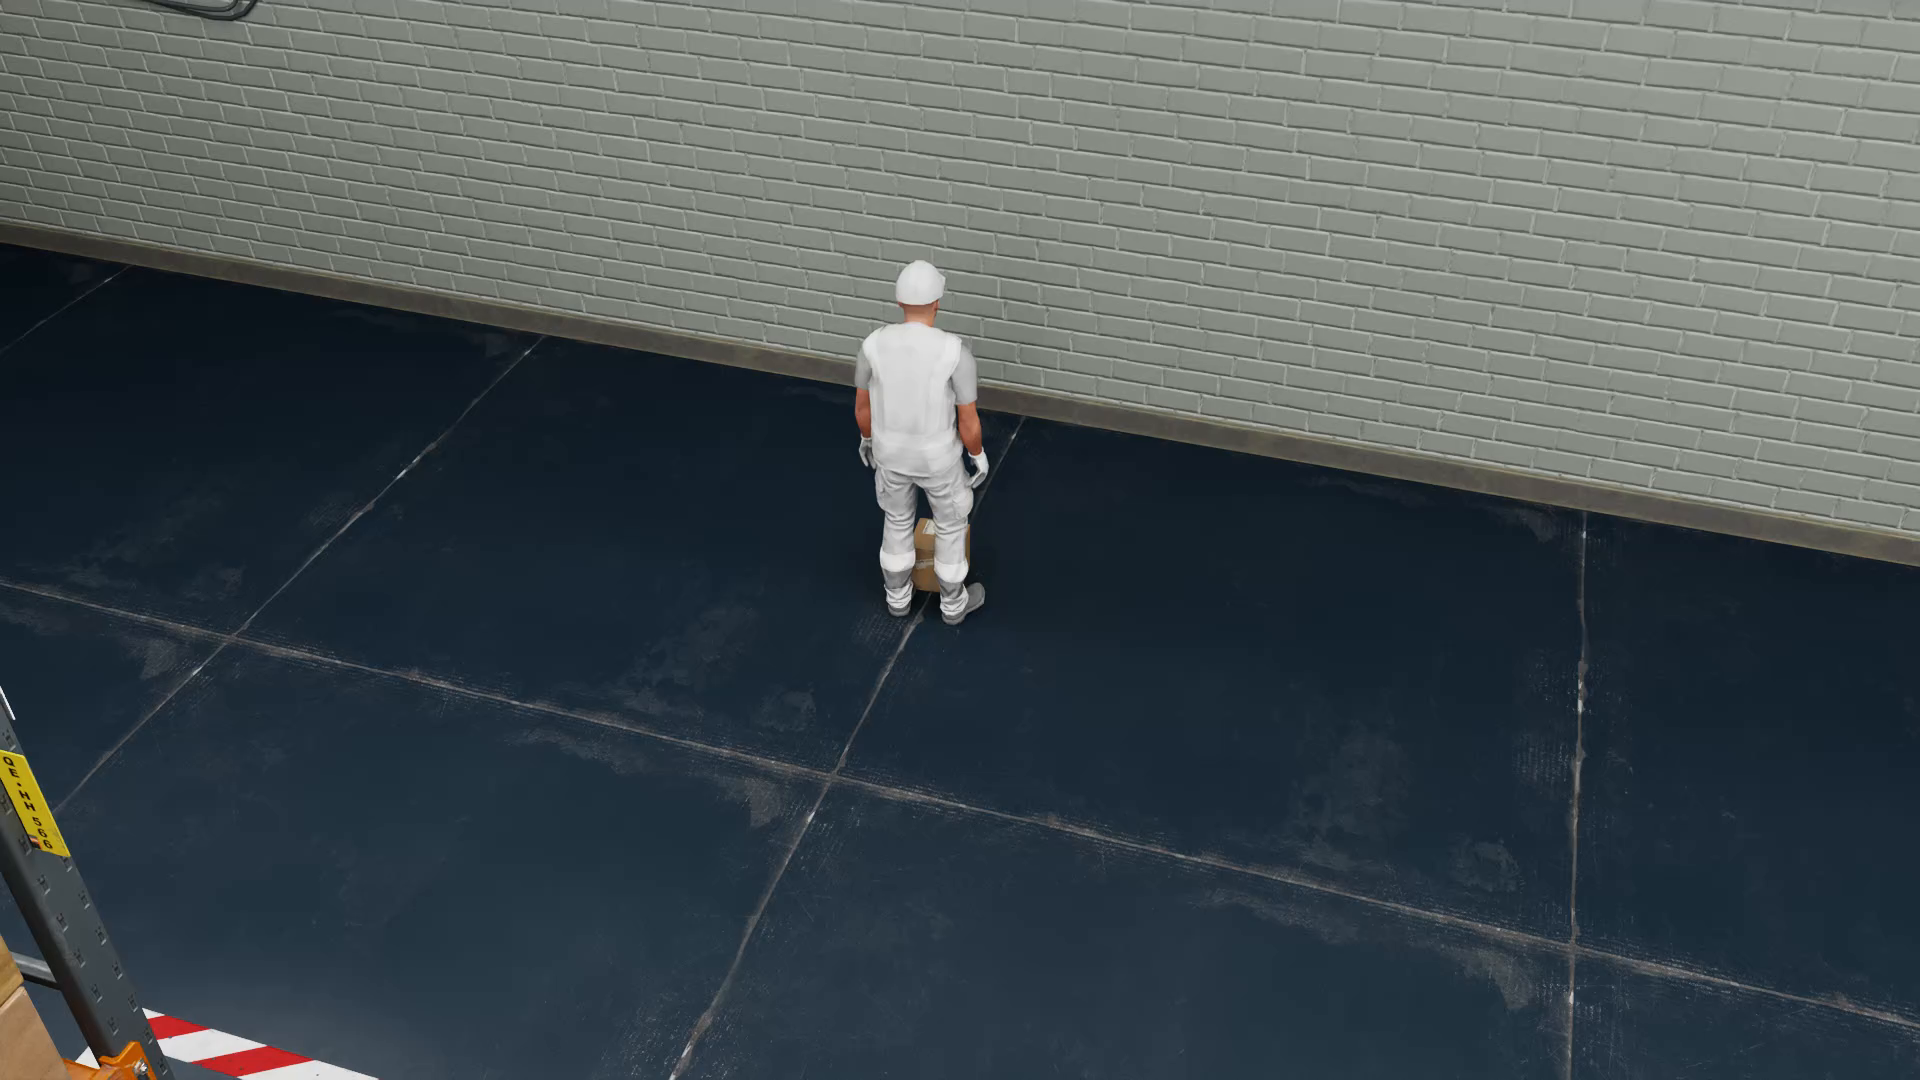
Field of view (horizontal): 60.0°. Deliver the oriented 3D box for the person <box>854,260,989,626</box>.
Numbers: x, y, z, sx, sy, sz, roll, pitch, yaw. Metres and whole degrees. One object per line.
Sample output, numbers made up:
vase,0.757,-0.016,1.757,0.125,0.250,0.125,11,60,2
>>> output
person,-0.166,-0.399,7.418,0.605,1.775,0.453,11,38,14
